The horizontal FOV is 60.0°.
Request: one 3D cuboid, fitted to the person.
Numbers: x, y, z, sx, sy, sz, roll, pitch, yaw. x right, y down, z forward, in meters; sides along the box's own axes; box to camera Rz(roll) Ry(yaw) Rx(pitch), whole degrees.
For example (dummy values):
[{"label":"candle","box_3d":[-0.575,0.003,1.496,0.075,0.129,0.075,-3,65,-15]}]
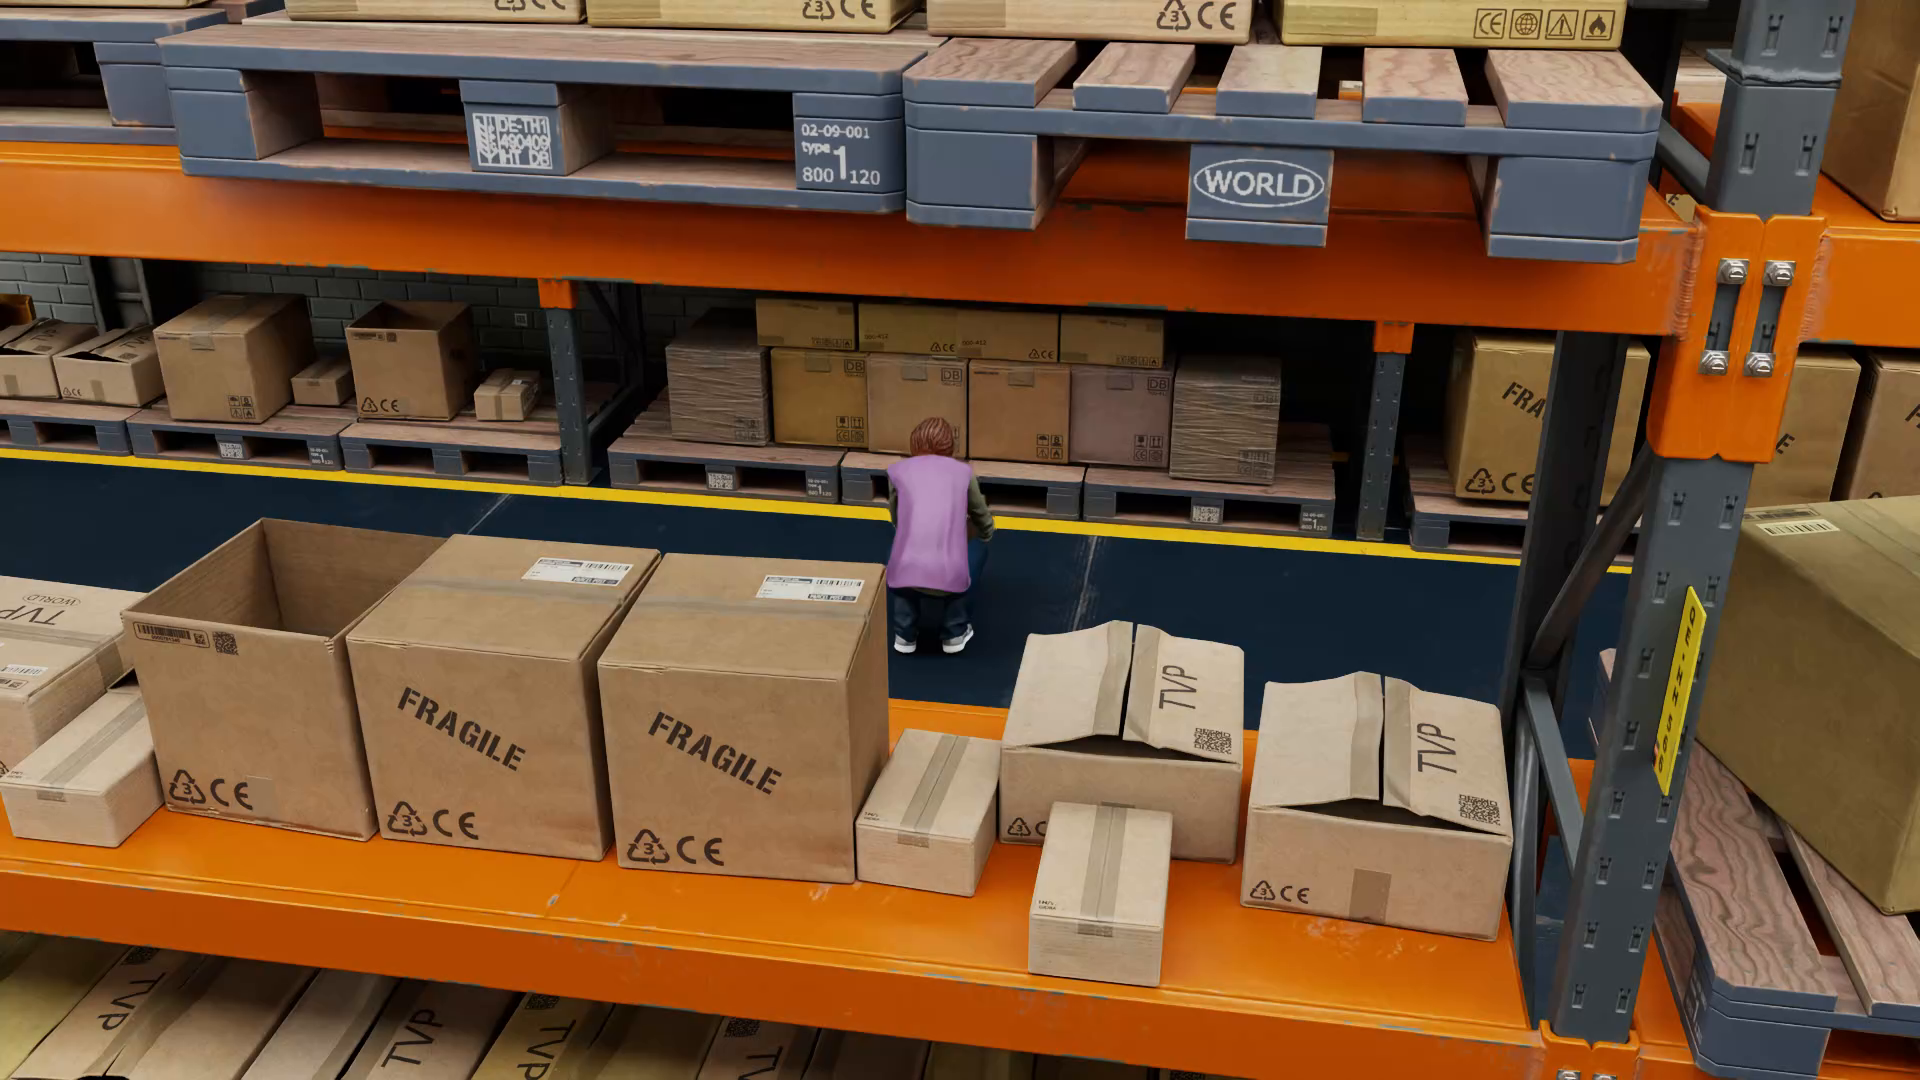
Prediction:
[{"label":"person","box_3d":[-0.106,-0.004,6.982,0.458,0.875,0.811,4,26,9]}]
